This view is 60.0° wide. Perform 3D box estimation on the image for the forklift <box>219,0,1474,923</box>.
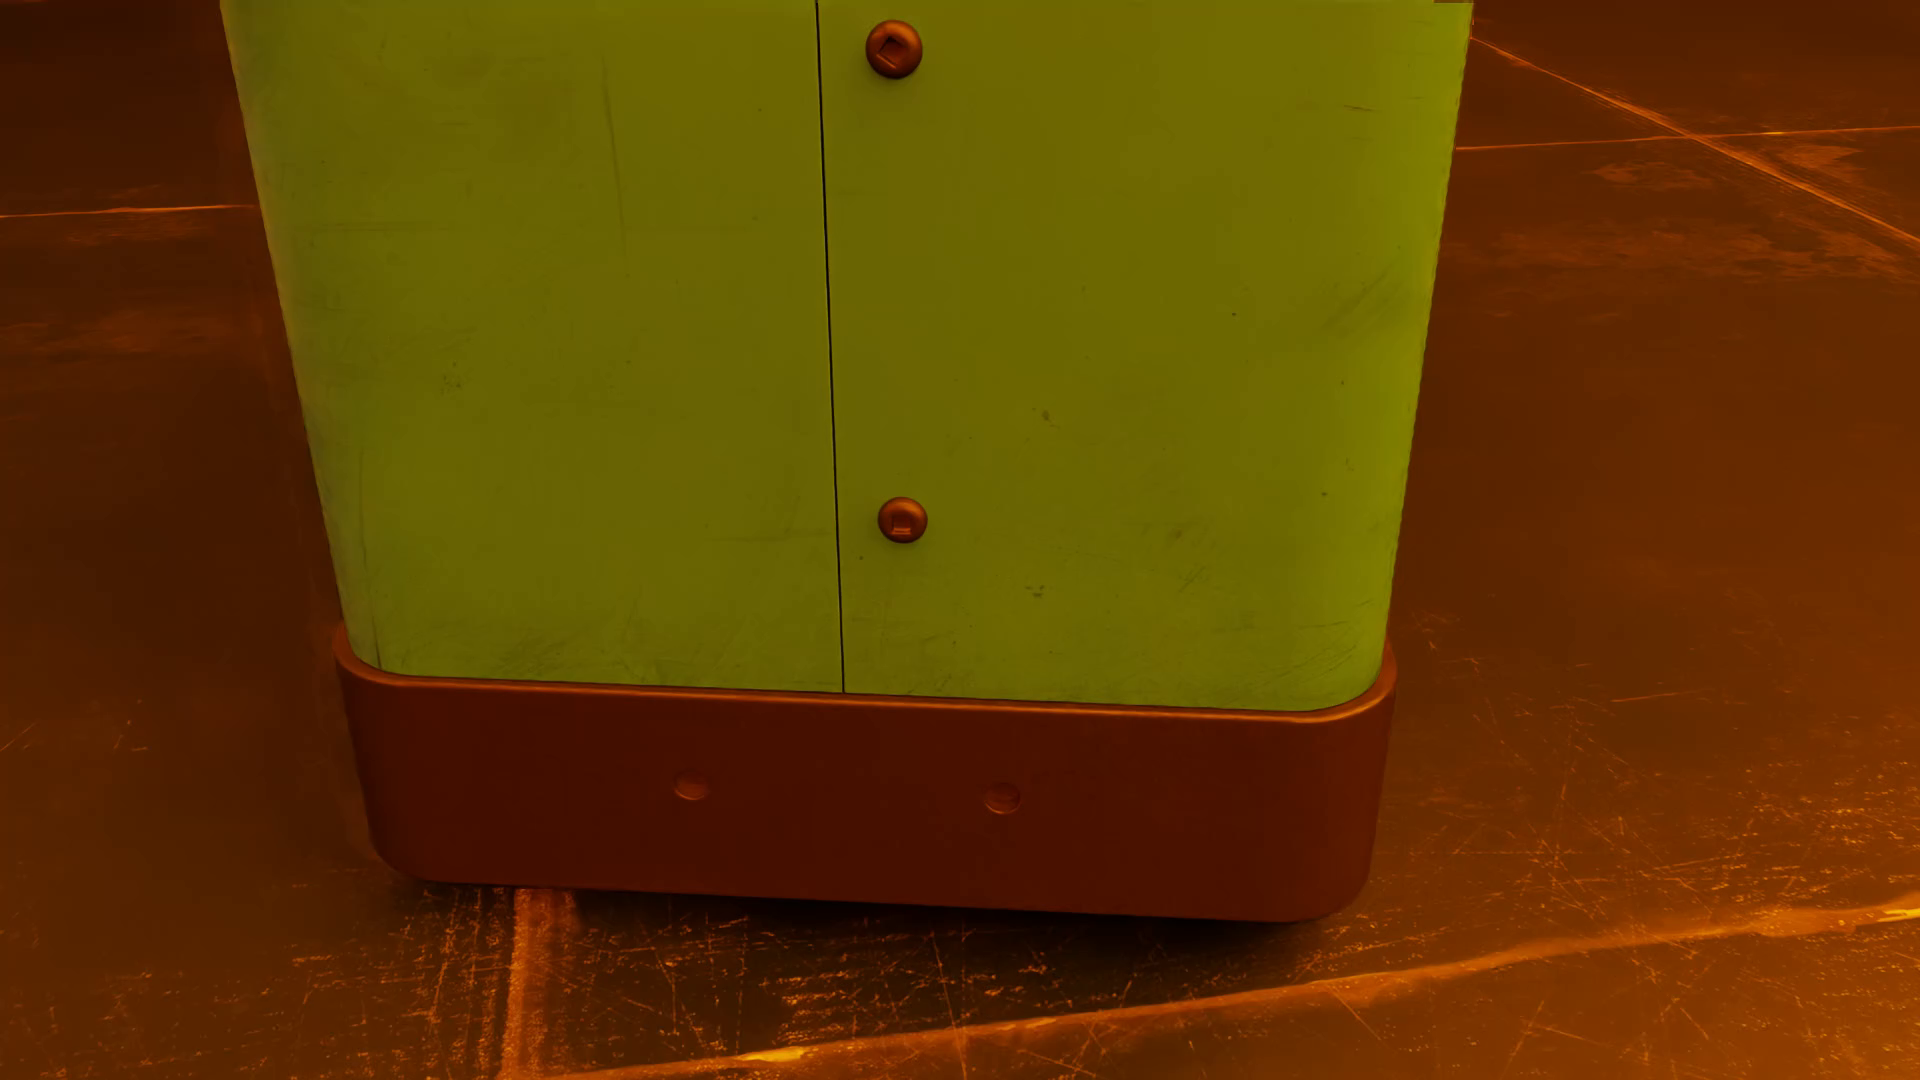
[{"bbox_3d":[0.001,-1.576,2.344,1.130,2.935,3.031,2,28,4],"label":"forklift"}]
